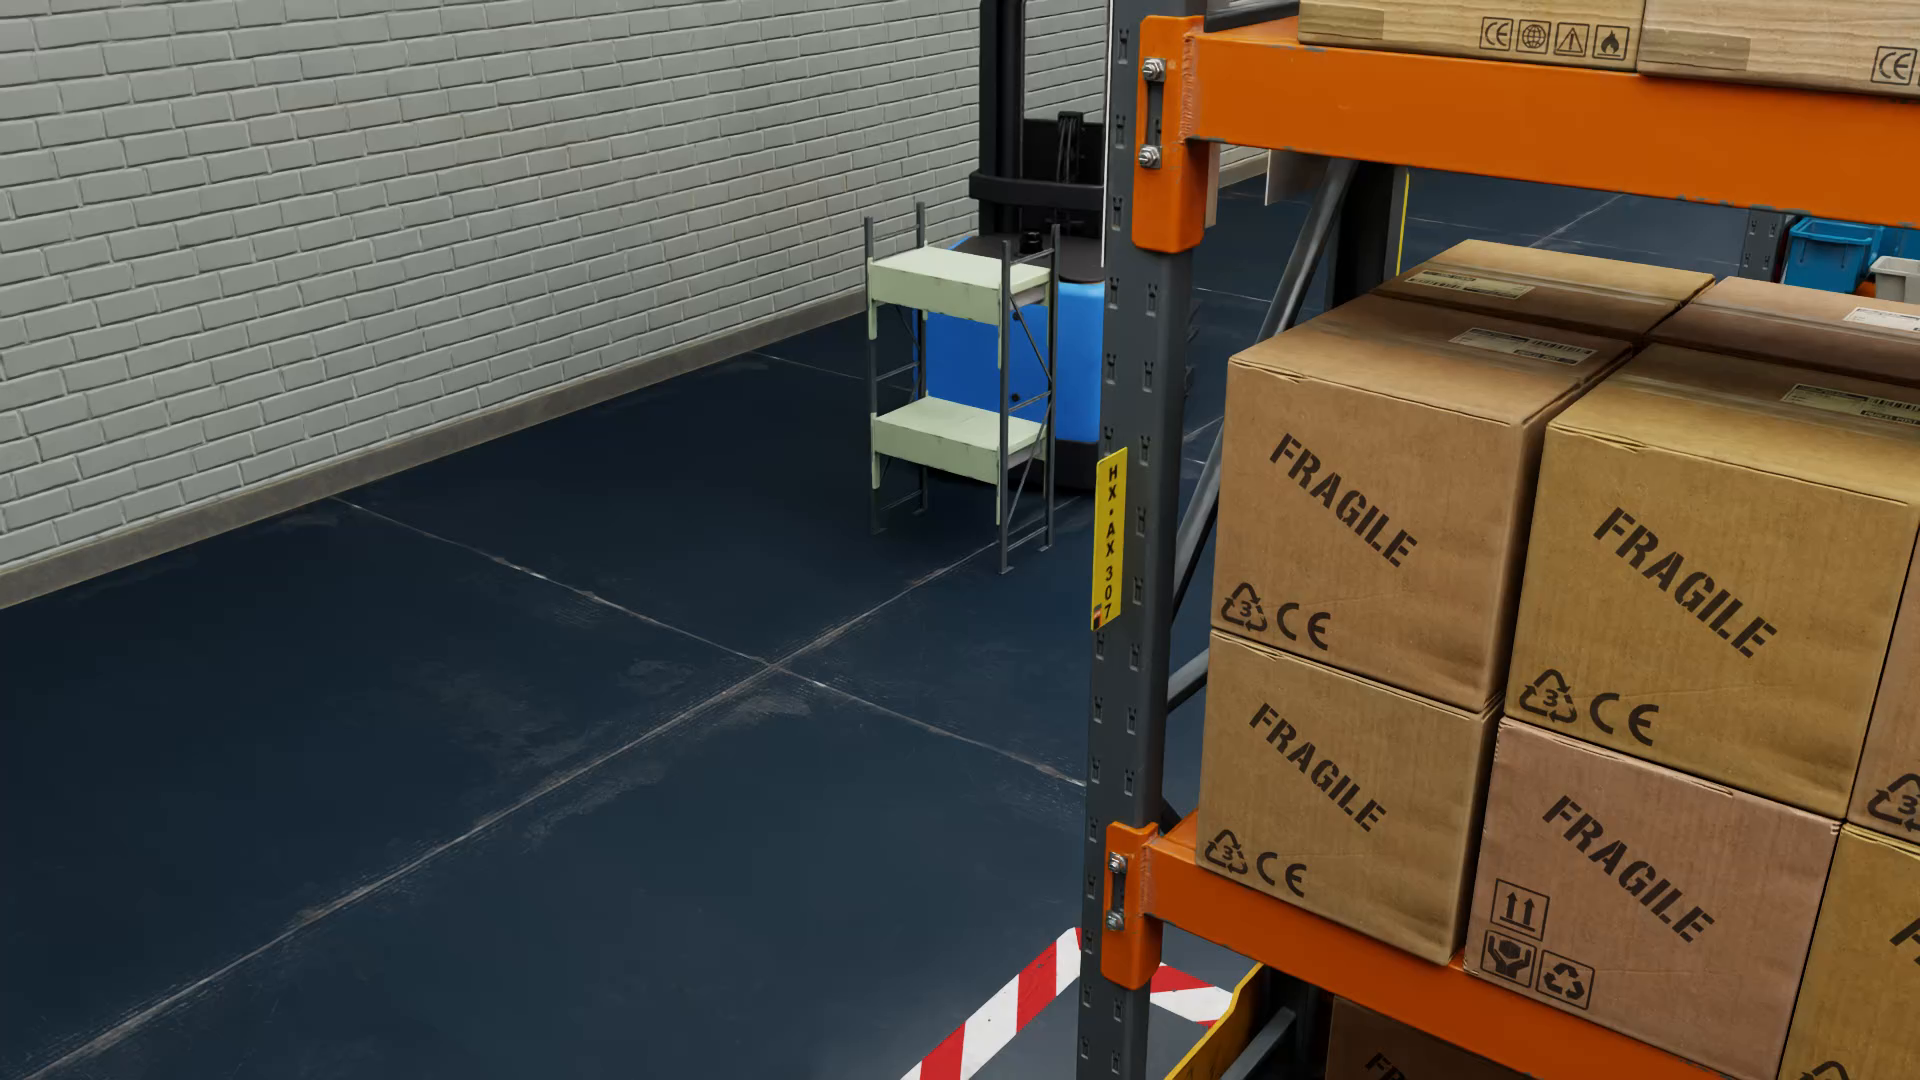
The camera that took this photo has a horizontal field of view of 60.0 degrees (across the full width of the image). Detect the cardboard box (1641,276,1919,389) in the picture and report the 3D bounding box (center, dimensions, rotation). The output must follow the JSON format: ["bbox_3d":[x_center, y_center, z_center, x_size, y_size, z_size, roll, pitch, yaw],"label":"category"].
[{"bbox_3d":[1.518,-0.141,2.987,0.500,0.500,0.500,18,29,35],"label":"cardboard box"}]

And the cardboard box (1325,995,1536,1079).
[{"bbox_3d":[1.175,1.216,3.825,0.500,0.500,0.500,17,29,33],"label":"cardboard box"}]

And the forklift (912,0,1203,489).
[{"bbox_3d":[0.727,-2.156,9.008,1.130,2.935,3.031,8,25,18],"label":"forklift"}]

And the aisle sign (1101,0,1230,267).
[{"bbox_3d":[0.361,-0.890,2.826,0.004,0.787,0.394,17,29,33],"label":"aisle sign"}]

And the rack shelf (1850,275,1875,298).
[{"bbox_3d":[5.166,-0.563,6.201,4.000,0.370,1.077,17,29,33],"label":"rack shelf"}]

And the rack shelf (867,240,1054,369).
[{"bbox_3d":[0.005,-1.042,7.287,0.720,0.370,0.431,17,29,33],"label":"rack shelf"}]

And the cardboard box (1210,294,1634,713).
[{"bbox_3d":[0.789,-0.090,2.870,0.500,0.500,0.500,18,29,35],"label":"cardboard box"}]

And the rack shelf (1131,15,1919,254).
[{"bbox_3d":[2.192,-0.339,1.971,4.000,0.370,1.077,17,29,33],"label":"rack shelf"}]

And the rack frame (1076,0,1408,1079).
[{"bbox_3d":[0.592,0.221,3.528,0.127,3.000,1.000,17,29,33],"label":"rack frame"}]

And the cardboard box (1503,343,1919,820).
[{"bbox_3d":[1.212,0.034,2.588,0.500,0.500,0.500,17,29,34],"label":"cardboard box"}]

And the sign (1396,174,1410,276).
[{"bbox_3d":[0.941,-0.628,3.626,0.005,0.325,0.100,17,29,33],"label":"sign"}]

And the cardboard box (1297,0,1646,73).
[{"bbox_3d":[0.851,-0.877,2.485,0.500,0.250,0.500,17,29,33],"label":"cardboard box"}]

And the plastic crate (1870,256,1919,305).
[{"bbox_3d":[3.773,-1.013,6.581,0.298,0.136,0.250,17,29,33],"label":"plastic crate"}]

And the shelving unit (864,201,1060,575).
[{"bbox_3d":[0.005,-0.685,7.444,0.755,1.500,0.431,17,29,33],"label":"shelving unit"}]

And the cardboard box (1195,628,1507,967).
[{"bbox_3d":[0.789,0.368,3.071,0.500,0.500,0.500,18,29,34],"label":"cardboard box"}]

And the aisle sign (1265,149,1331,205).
[{"bbox_3d":[0.721,-1.084,3.266,0.004,0.787,0.394,17,29,33],"label":"aisle sign"}]

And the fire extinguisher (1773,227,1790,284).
[{"bbox_3d":[3.718,-1.353,7.660,0.183,0.674,0.296,17,29,33],"label":"fire extinguisher"}]

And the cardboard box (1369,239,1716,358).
[{"bbox_3d":[1.113,-0.263,3.263,0.500,0.500,0.500,17,29,33],"label":"cardboard box"}]

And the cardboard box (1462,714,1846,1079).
[{"bbox_3d":[1.205,0.491,2.792,0.500,0.500,0.500,16,29,33],"label":"cardboard box"}]

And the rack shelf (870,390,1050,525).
[{"bbox_3d":[0.005,-0.386,7.575,0.720,0.370,0.431,17,29,33],"label":"rack shelf"}]

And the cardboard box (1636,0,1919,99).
[{"bbox_3d":[1.243,-0.752,2.202,0.500,0.250,0.500,17,29,33],"label":"cardboard box"}]

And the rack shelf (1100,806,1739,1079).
[{"bbox_3d":[2.192,1.034,2.575,4.000,0.370,1.077,17,29,33],"label":"rack shelf"}]

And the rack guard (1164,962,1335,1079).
[{"bbox_3d":[0.653,1.383,3.990,0.348,0.500,1.175,17,29,33],"label":"rack guard"}]

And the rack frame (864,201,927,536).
[{"bbox_3d":[-0.288,-0.773,7.645,0.023,1.500,0.400,17,29,33],"label":"rack frame"}]

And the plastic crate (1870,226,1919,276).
[{"bbox_3d":[3.946,-1.399,7.087,0.499,0.435,0.616,17,29,33],"label":"plastic crate"}]

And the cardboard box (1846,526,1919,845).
[{"bbox_3d":[1.609,0.157,2.310,0.500,0.500,0.500,17,29,34],"label":"cardboard box"}]

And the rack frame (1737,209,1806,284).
[{"bbox_3d":[3.566,-1.376,7.153,0.127,3.000,1.000,17,29,33],"label":"rack frame"}]

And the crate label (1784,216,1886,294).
[{"bbox_3d":[3.566,-1.161,6.798,0.303,0.233,0.416,17,29,33],"label":"crate label"}]

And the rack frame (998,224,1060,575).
[{"bbox_3d":[0.298,-0.596,7.243,0.023,1.500,0.400,17,29,33],"label":"rack frame"}]

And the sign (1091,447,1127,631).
[{"bbox_3d":[0.267,0.000,2.956,0.005,0.325,0.100,17,29,33],"label":"sign"}]

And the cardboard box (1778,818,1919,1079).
[{"bbox_3d":[1.605,0.613,2.514,0.500,0.500,0.500,17,29,33],"label":"cardboard box"}]
